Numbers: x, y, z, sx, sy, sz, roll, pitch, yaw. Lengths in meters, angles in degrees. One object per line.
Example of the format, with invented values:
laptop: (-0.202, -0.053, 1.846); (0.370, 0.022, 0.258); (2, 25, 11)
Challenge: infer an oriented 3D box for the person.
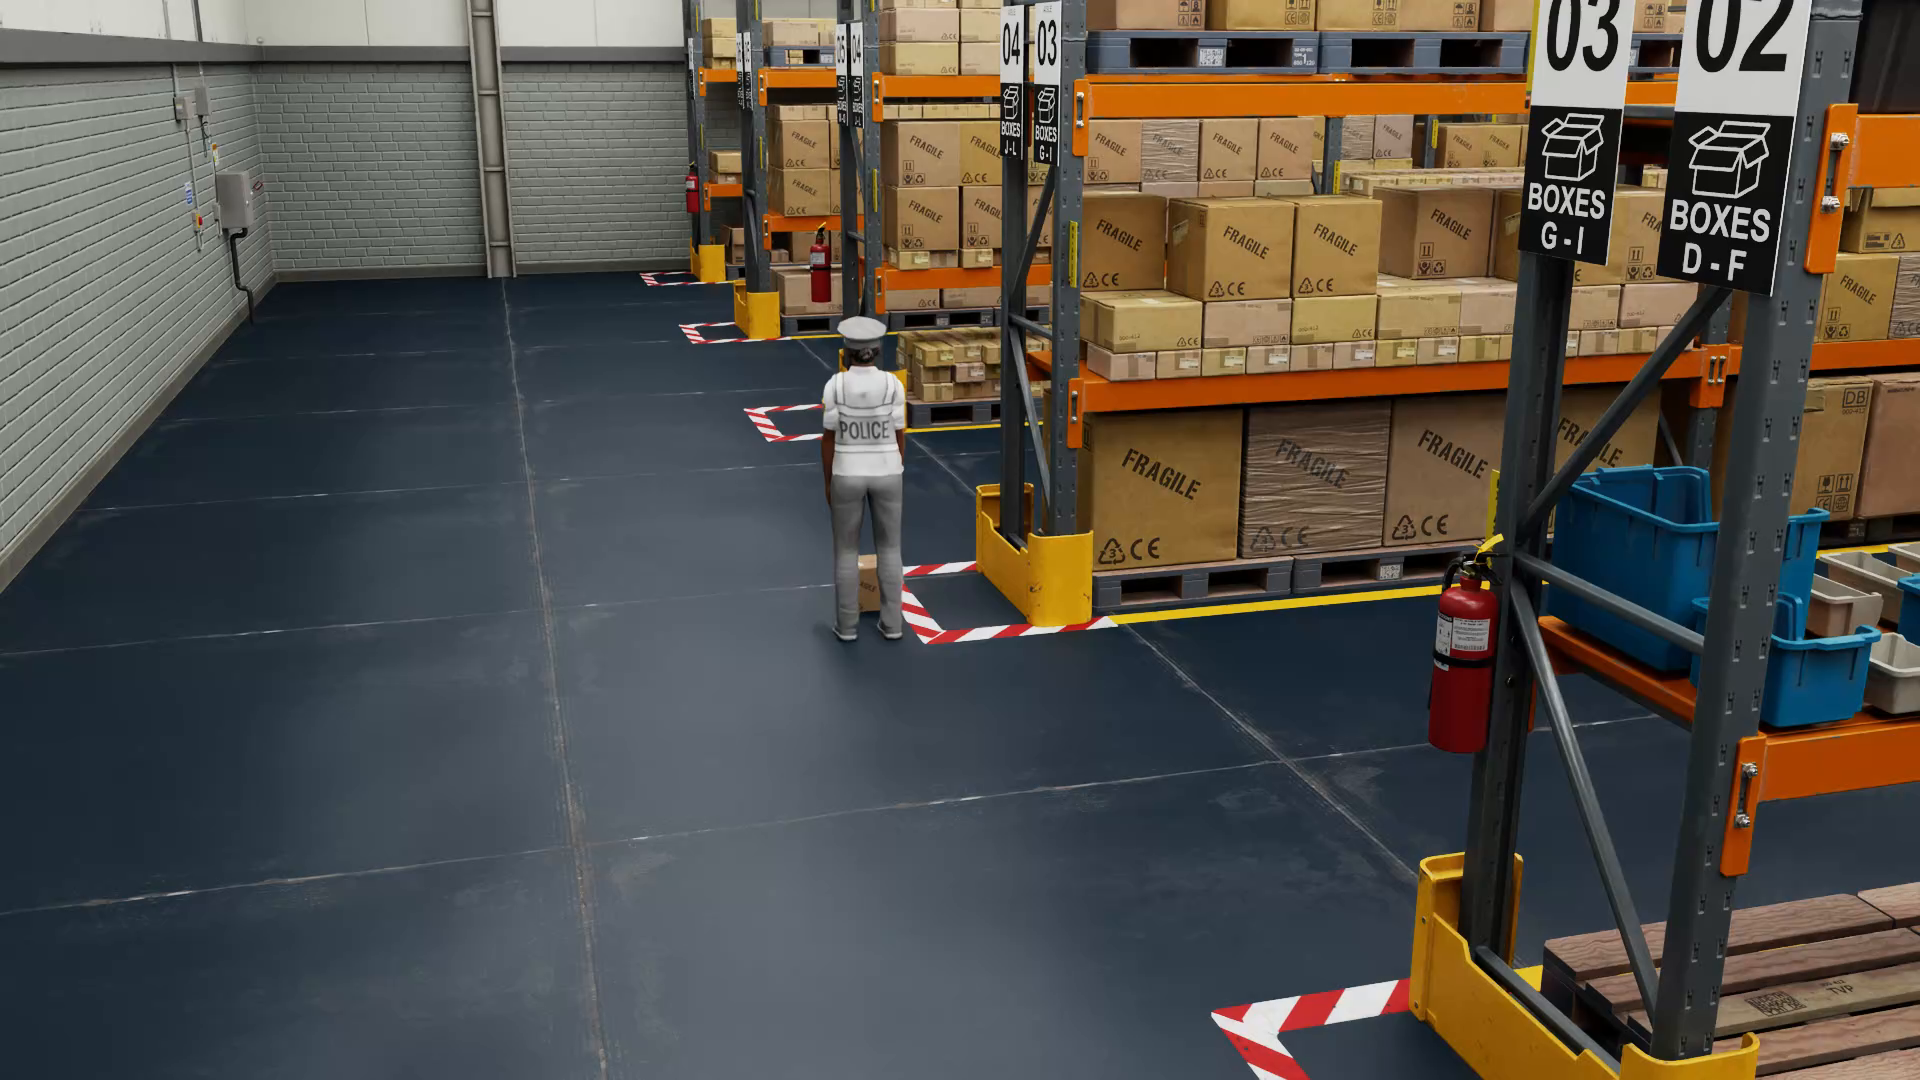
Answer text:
person: (-0.495, -0.306, 8.571); (0.436, 1.679, 0.339); (-2, 16, -7)
